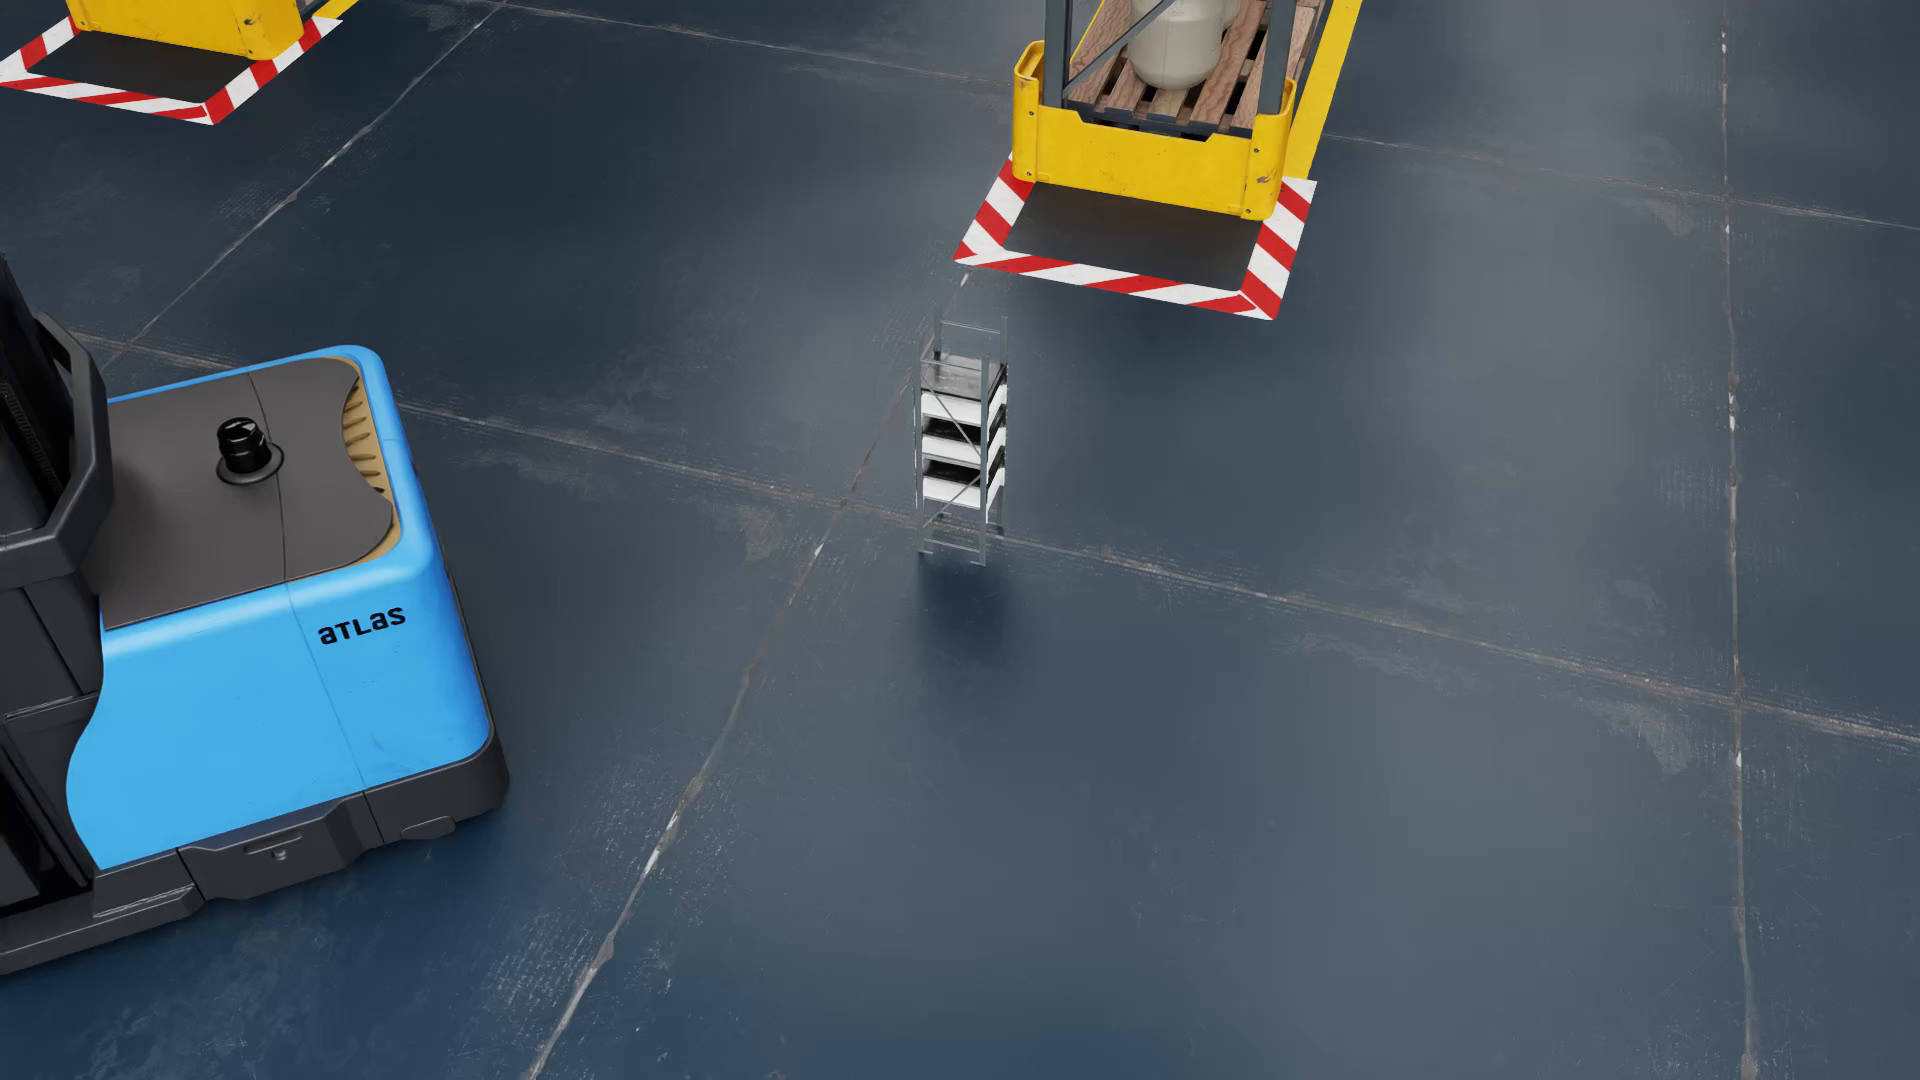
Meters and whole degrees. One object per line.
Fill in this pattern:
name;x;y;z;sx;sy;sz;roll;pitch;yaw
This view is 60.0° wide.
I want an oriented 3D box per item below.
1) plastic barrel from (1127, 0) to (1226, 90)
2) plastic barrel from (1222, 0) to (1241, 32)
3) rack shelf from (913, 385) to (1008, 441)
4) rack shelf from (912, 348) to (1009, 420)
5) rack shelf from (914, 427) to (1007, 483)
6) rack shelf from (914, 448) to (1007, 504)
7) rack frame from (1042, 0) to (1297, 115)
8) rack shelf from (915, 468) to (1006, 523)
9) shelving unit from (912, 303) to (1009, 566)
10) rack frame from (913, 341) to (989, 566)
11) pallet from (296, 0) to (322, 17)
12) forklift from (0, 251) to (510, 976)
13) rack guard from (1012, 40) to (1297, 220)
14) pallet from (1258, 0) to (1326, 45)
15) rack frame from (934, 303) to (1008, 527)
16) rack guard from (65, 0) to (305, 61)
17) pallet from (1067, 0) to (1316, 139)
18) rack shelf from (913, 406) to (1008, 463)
plastic barrel;0.972;-2.328;7.463;0.421;0.512;0.421;0;44;0
plastic barrel;1.123;-2.662;7.805;0.421;0.512;0.421;0;44;0
rack shelf;0.002;-0.432;5.338;0.258;0.077;0.200;13;46;12
rack shelf;0.002;-0.496;5.275;0.258;0.077;0.200;13;46;12
rack shelf;0.002;-0.303;5.464;0.258;0.077;0.200;13;46;12
rack shelf;0.002;-0.239;5.527;0.258;0.077;0.200;13;46;12
rack frame;0.845;-2.613;6.275;1.000;3.000;0.127;13;46;13
rack shelf;0.002;-0.175;5.590;0.258;0.077;0.200;13;46;12
shelving unit;0.002;-0.327;5.441;0.258;0.900;0.210;13;46;12
rack frame;-0.028;-0.259;5.372;0.240;0.900;0.006;13;46;12
pallet;-3.683;-3.186;8.855;1.003;0.211;1.213;13;46;13
forklift;-2.895;-0.155;3.813;3.031;2.935;1.130;-16;47;-16
rack guard;0.823;-1.780;7.211;1.175;0.500;0.348;13;46;13
pallet;1.446;-3.027;8.693;1.003;0.211;1.213;13;46;13
rack frame;0.033;-0.395;5.510;0.240;0.900;0.006;13;46;12
rack guard;-3.882;-2.755;8.208;1.175;0.500;0.348;13;46;13
pallet;1.074;-2.217;7.865;1.003;0.211;1.213;13;46;13
rack shelf;0.002;-0.368;5.401;0.258;0.077;0.200;13;46;12
